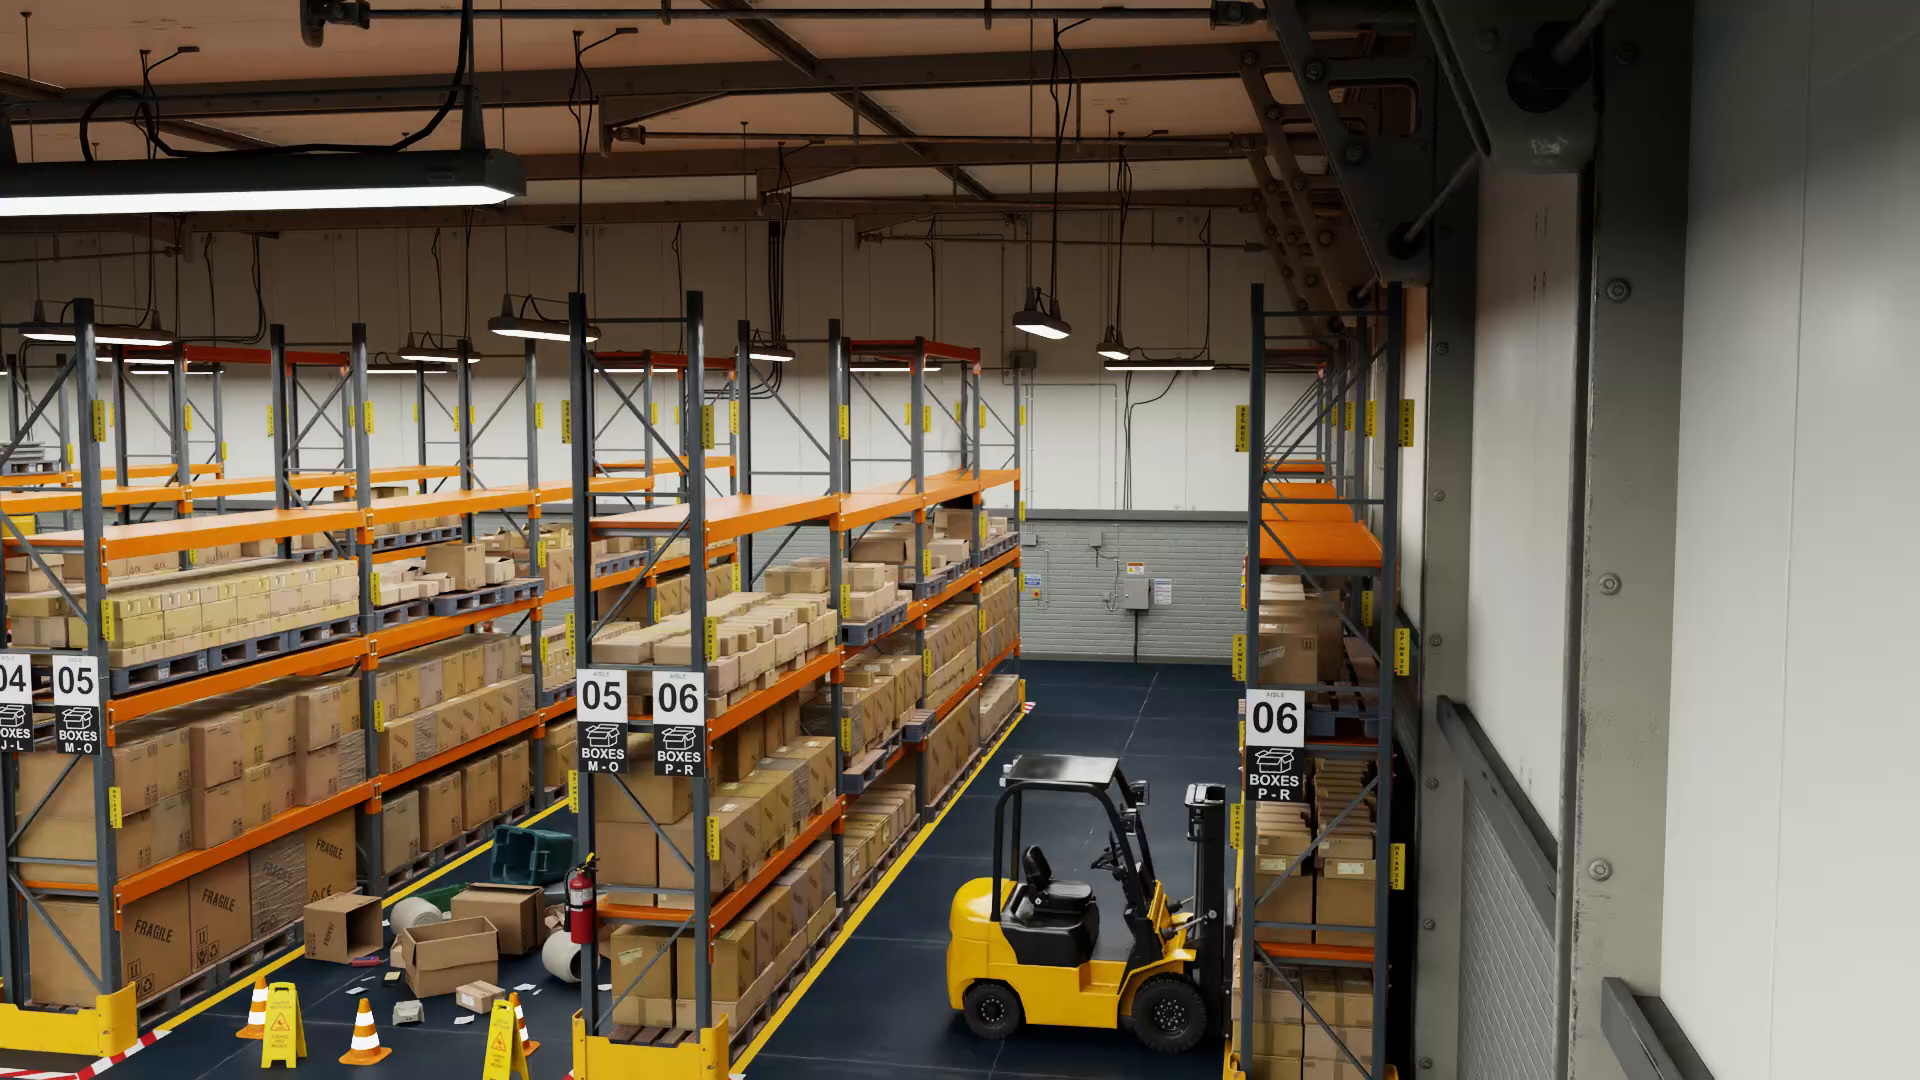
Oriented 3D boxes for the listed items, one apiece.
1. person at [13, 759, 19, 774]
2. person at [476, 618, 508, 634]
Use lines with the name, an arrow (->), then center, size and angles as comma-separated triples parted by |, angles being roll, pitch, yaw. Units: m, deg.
person -> -12.617, 2.505, 22.219 | 0.708, 1.733, 0.735 | 1, 5, 7
person -> -7.805, 2.069, 27.871 | 0.628, 1.733, 0.813 | 1, 5, 11
